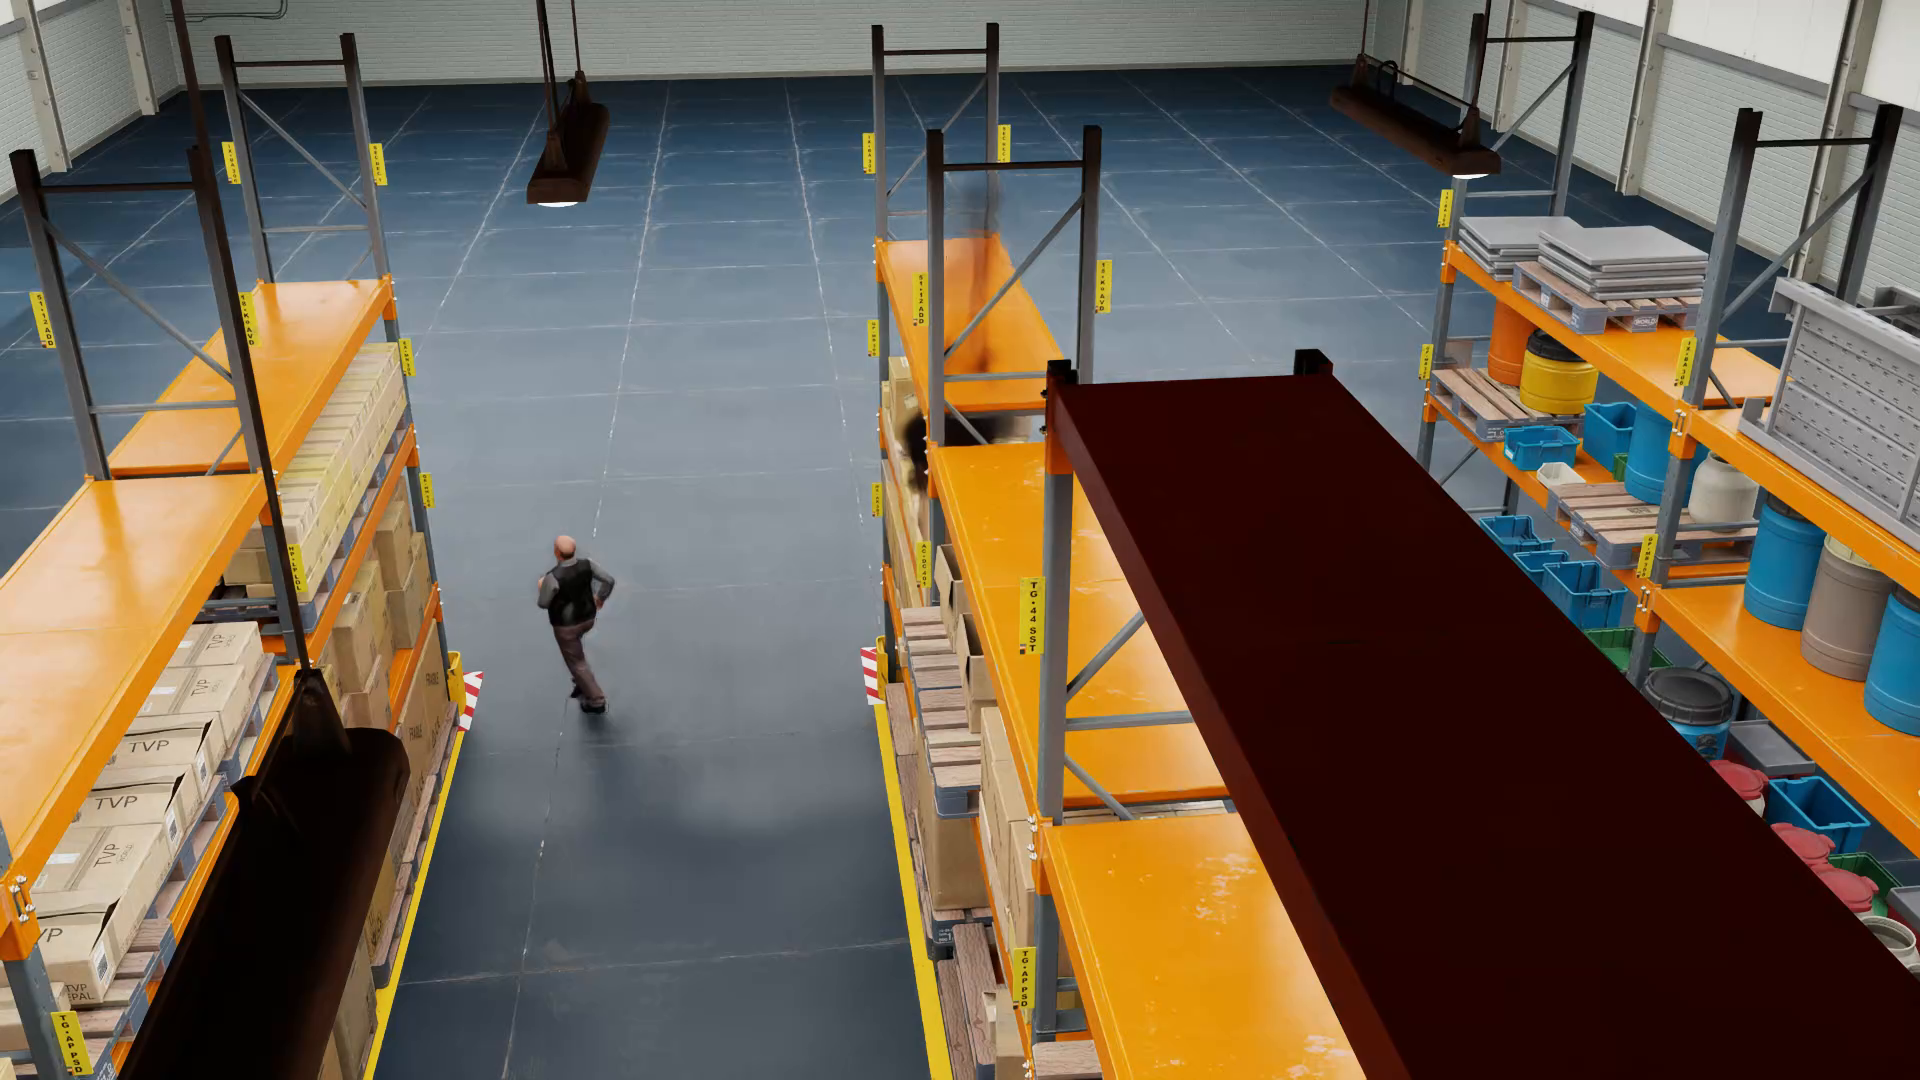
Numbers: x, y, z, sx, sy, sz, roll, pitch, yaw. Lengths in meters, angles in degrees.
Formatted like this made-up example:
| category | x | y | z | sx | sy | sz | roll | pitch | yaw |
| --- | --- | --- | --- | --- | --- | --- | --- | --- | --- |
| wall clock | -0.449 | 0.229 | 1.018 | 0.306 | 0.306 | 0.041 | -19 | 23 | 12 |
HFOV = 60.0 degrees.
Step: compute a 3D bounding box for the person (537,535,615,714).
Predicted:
| category | x | y | z | sx | sy | sz | roll | pitch | yaw |
| --- | --- | --- | --- | --- | --- | --- | --- | --- | --- |
| person | -3.469 | 0.757 | 14.936 | 0.755 | 1.774 | 0.629 | 17 | 30 | 31 |
